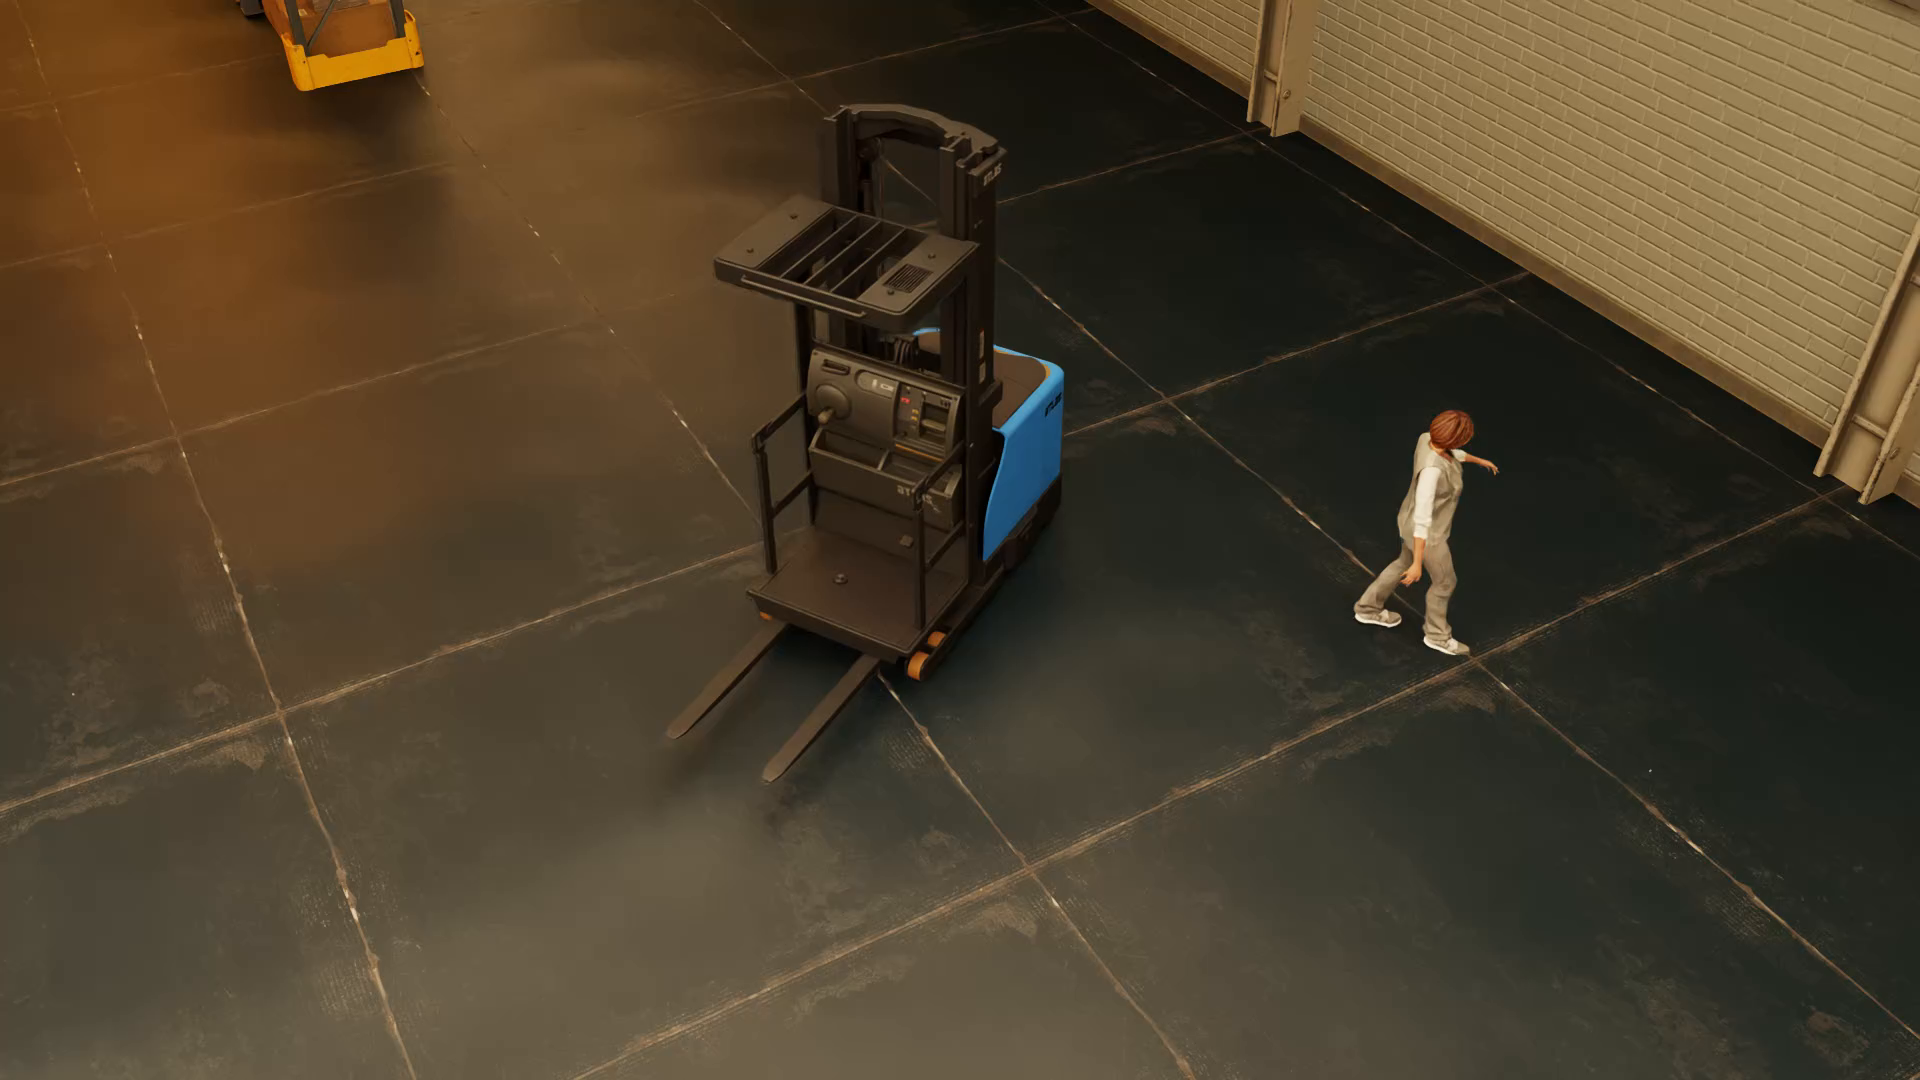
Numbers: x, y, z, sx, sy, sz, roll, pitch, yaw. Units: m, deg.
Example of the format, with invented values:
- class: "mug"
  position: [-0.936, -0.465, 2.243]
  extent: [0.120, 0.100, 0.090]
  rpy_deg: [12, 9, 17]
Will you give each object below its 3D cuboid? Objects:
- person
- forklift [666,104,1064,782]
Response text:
- class: "person"
  position: [2.619, -0.031, 9.158]
  extent: [0.681, 1.583, 0.834]
  rpy_deg: [5, 40, 7]
- class: "forklift"
  position: [-0.520, -0.669, 8.842]
  extent: [1.130, 2.935, 3.031]
  rpy_deg: [20, 44, 22]
